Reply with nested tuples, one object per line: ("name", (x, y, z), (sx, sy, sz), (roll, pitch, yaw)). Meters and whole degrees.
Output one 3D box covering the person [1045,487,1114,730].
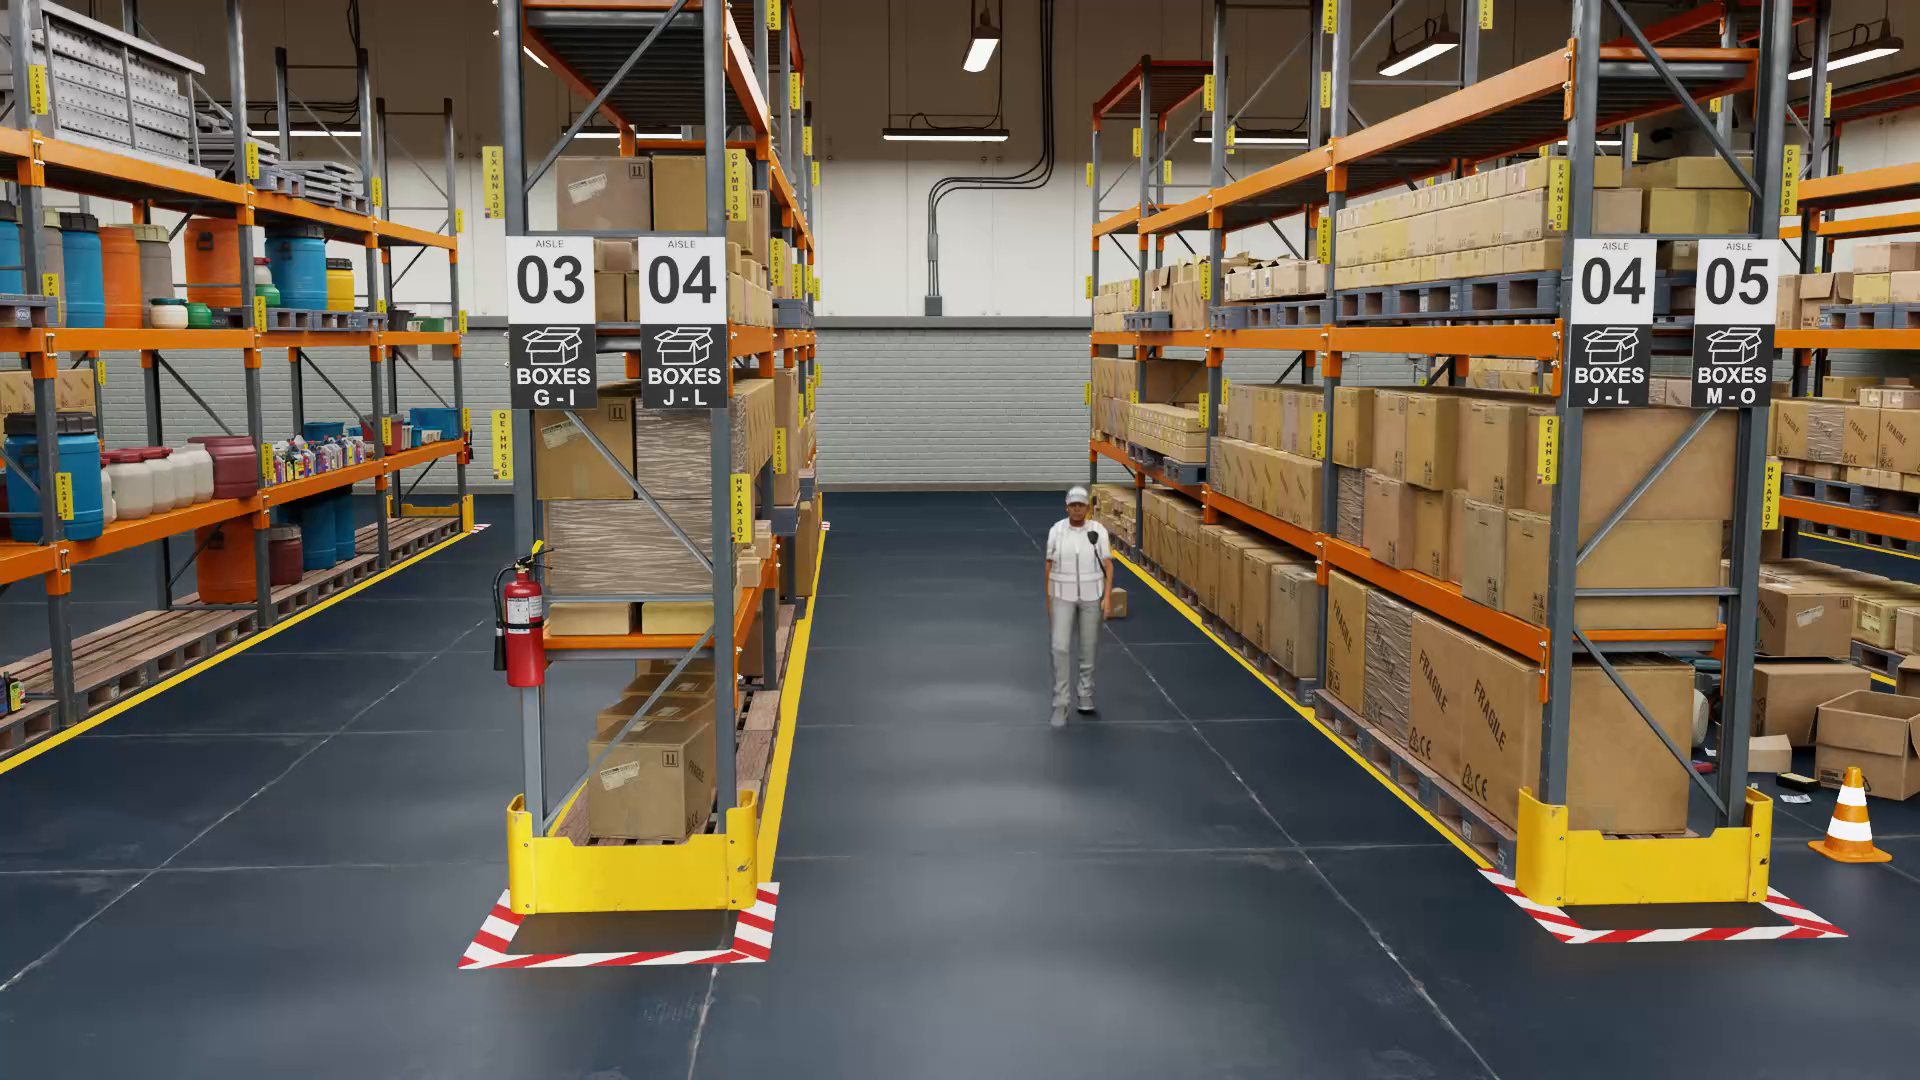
("person", (0.860, 0.471, 11.940), (0.488, 1.694, 0.732), (0, 7, 1))
